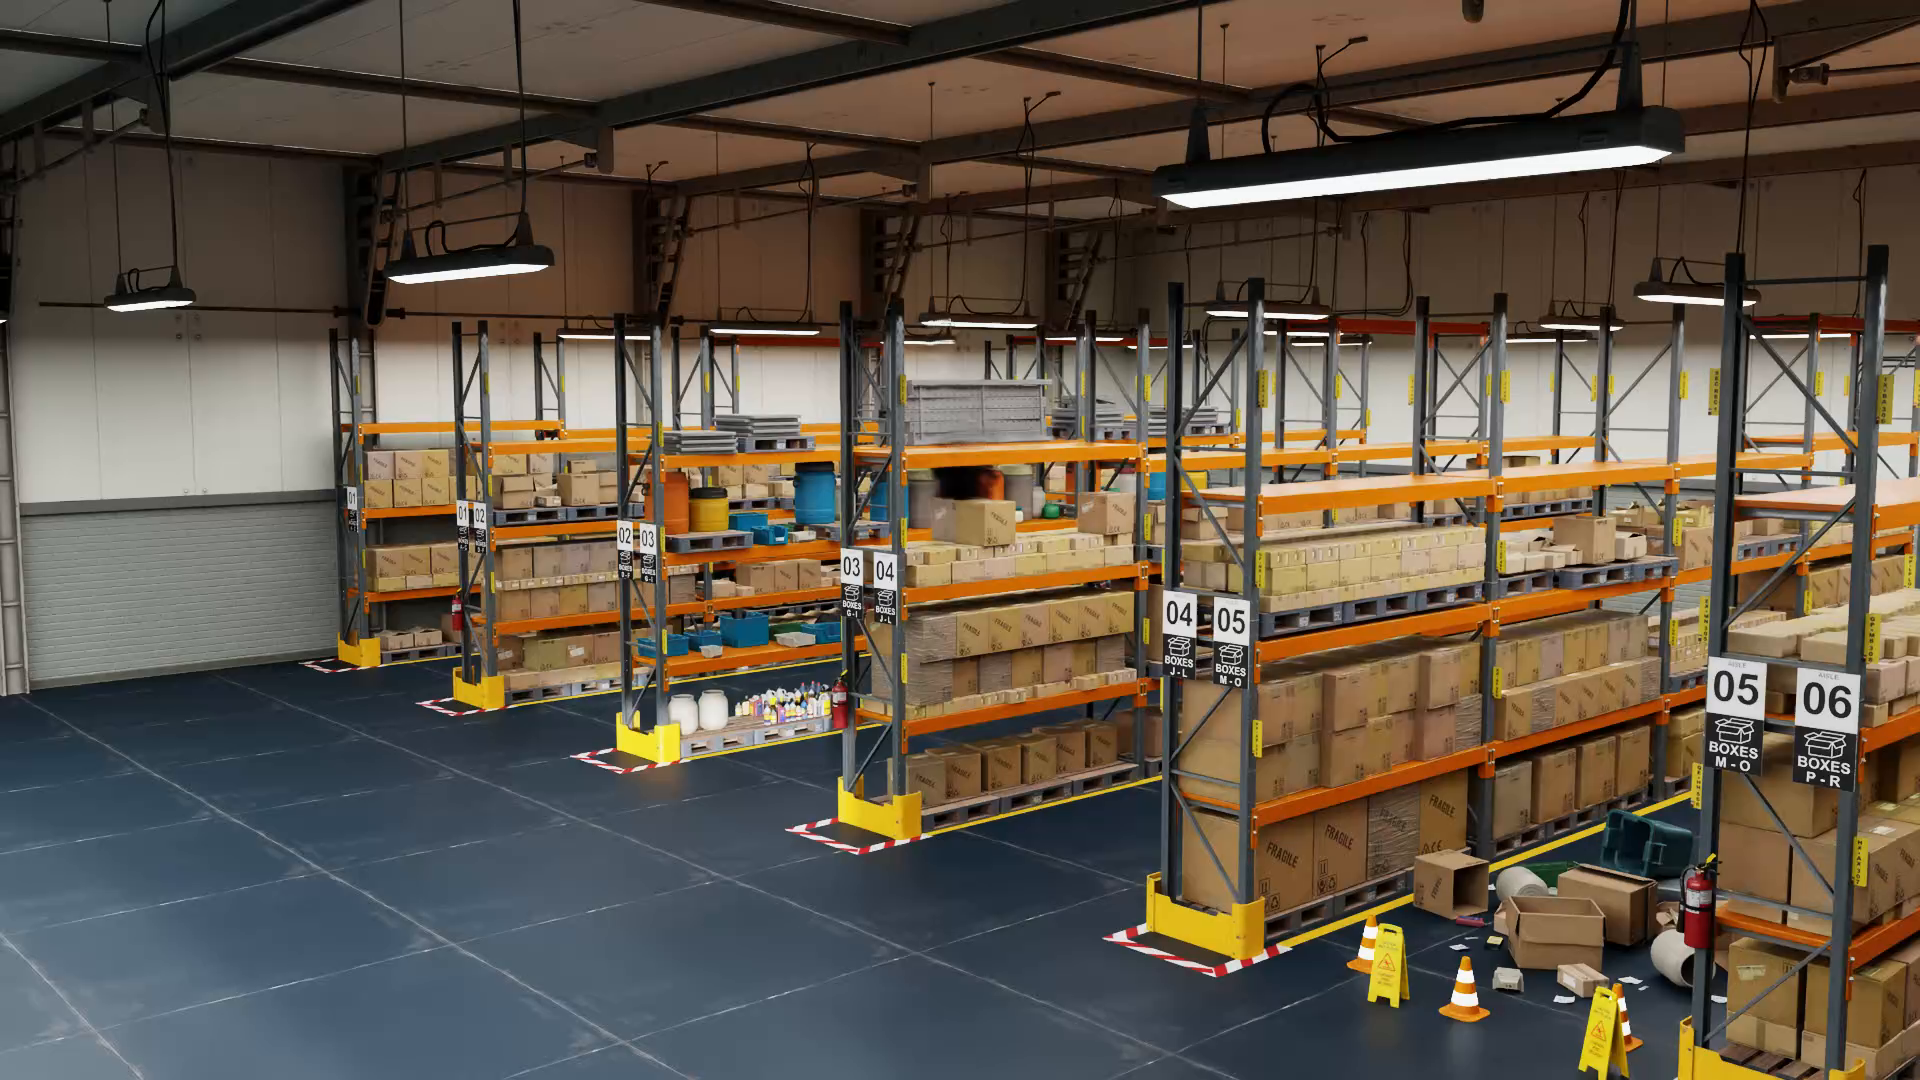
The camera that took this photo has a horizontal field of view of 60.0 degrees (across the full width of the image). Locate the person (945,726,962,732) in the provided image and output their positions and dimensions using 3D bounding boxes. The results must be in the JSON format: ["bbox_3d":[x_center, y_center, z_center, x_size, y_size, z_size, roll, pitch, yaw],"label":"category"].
[{"bbox_3d":[-0.172,1.795,22.847,0.664,1.752,0.603,4,7,35],"label":"person"}]
